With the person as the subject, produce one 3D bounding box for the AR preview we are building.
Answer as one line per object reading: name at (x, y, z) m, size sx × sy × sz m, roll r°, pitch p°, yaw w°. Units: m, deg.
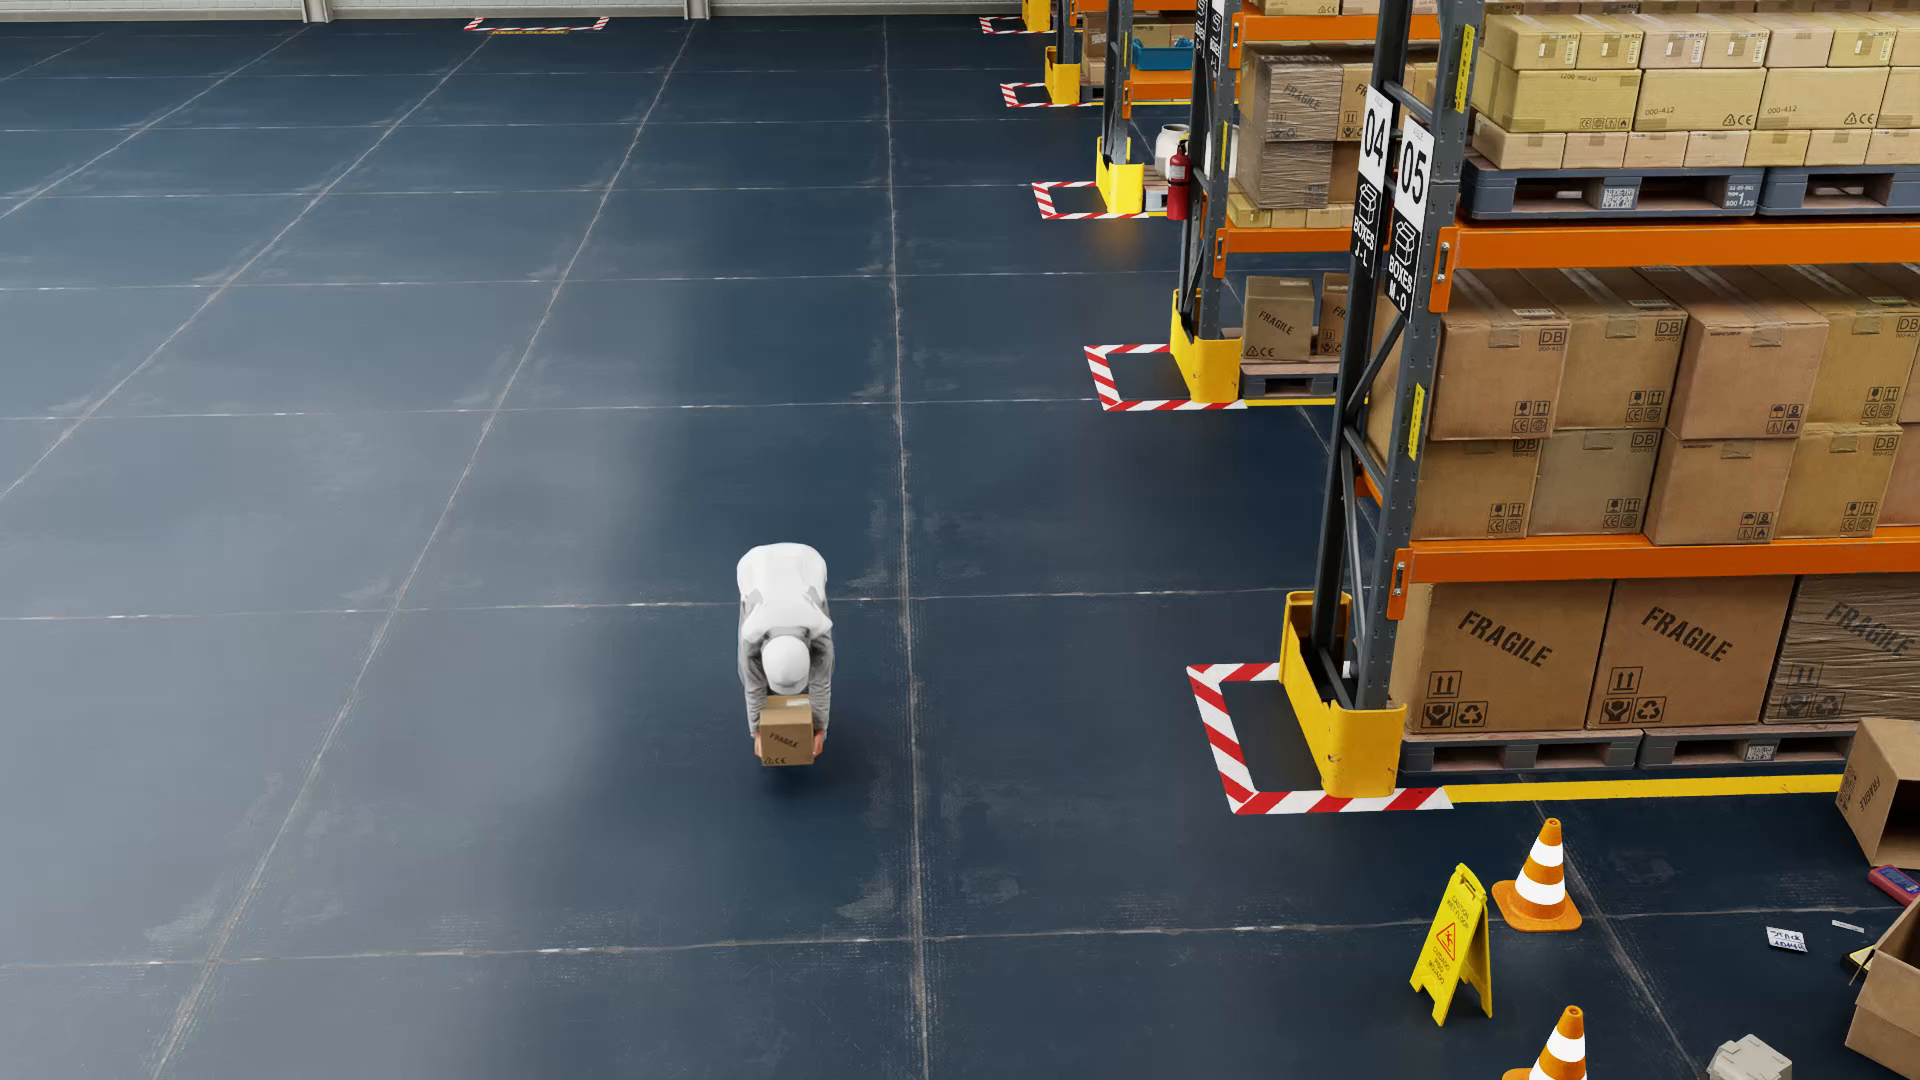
person at (-0.859, 0.608, 8.210) m, size 0.483 × 1.042 × 1.003 m, roll -3°, pitch 27°, yaw -5°
